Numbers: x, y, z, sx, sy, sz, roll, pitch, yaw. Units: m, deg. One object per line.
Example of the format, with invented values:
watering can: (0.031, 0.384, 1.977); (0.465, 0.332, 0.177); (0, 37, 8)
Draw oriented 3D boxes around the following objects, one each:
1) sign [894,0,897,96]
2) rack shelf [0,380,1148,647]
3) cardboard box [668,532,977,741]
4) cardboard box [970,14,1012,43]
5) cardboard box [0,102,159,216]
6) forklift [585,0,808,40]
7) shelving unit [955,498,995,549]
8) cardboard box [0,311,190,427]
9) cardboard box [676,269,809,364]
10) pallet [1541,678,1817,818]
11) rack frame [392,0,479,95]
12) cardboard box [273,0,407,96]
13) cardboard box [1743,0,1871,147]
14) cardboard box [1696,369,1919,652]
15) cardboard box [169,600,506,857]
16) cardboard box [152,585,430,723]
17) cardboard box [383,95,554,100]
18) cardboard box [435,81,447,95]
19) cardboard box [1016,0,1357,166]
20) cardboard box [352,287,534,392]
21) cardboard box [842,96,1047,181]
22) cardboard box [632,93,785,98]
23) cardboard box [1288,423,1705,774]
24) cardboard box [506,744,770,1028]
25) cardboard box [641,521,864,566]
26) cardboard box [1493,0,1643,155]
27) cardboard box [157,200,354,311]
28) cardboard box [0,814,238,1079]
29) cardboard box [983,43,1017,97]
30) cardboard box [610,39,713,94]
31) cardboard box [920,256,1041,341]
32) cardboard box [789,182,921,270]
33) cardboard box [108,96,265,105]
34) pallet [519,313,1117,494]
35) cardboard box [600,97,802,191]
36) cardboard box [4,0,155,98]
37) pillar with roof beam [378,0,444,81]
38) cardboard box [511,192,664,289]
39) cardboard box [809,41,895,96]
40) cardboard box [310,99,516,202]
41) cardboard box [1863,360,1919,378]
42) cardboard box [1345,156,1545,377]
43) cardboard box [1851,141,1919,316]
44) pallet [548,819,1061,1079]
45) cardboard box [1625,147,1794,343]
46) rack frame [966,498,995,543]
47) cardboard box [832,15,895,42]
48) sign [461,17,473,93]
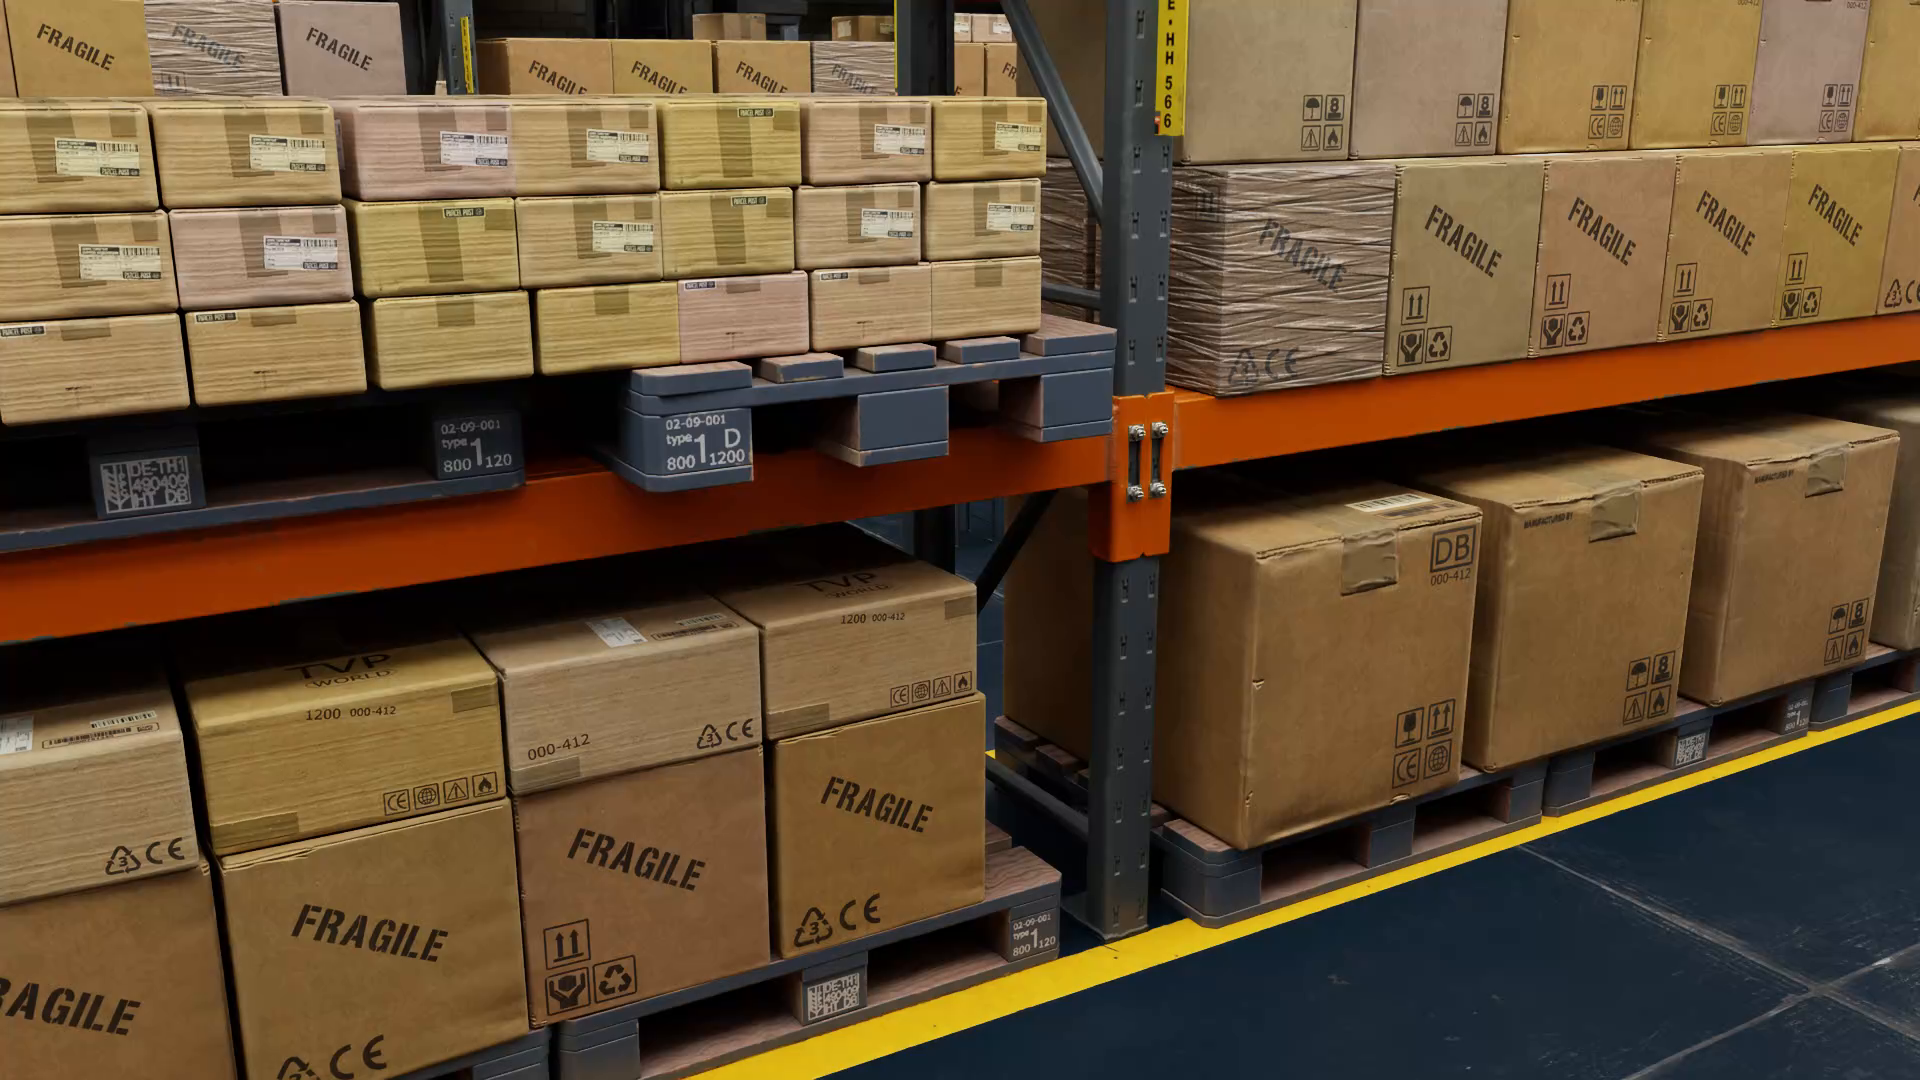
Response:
sign: (-0.143, -1.289, 4.304); (0.005, 0.325, 0.100); (-9, 18, -30)
rack shelf: (-1.569, 0.021, 3.109); (4.000, 0.370, 1.077); (-9, 18, -30)
cardboard box: (-0.306, 0.193, 3.628); (0.500, 0.250, 0.500); (-10, 18, -31)
cardboard box: (0.075, -2.781, 9.057); (0.250, 0.149, 0.380); (-10, 18, -31)
cardboard box: (-1.372, -0.581, 2.512); (0.250, 0.149, 0.380); (-9, 18, -28)
forklift: (-1.722, -2.663, 11.480); (1.130, 2.935, 3.031); (10, 18, 31)
shelving unit: (0.012, -0.580, 7.255); (0.189, 1.200, 0.258); (-9, 18, -30)
cardboard box: (-1.375, -0.294, 2.588); (0.250, 0.149, 0.380); (-10, 19, -32)
cardboard box: (-0.475, -0.440, 3.108); (0.250, 0.149, 0.380); (-9, 18, -29)
pallet: (1.905, 0.479, 5.310); (1.213, 0.211, 1.003); (-9, 18, -30)
rack frame: (-2.490, -1.734, 8.040); (0.127, 3.000, 1.000); (-9, 18, -30)
cardboard box: (-2.799, -2.132, 7.419); (0.500, 0.500, 0.500); (-10, 18, -31)
cardboard box: (2.278, -1.476, 5.081); (0.500, 0.500, 0.700); (-9, 18, -29)
cardboard box: (3.088, -0.171, 5.853); (0.750, 0.750, 1.050); (-9, 18, -30)
cardboard box: (-1.177, 0.333, 3.130); (0.500, 0.250, 0.500); (-9, 18, -28)
cardboard box: (-1.436, 0.213, 3.555); (0.500, 0.250, 0.500); (-9, 18, -29)
cardboard box: (-1.019, -0.844, 3.447); (0.250, 0.149, 0.380); (-10, 19, -32)
cardboard box: (-3.972, -3.337, 12.371); (0.250, 0.149, 0.380); (-9, 18, -29)
cardboard box: (0.535, -1.193, 4.070); (0.500, 0.500, 0.700); (-9, 18, -30)
cardboard box: (-0.920, -0.368, 2.852); (0.250, 0.149, 0.380); (-10, 19, -32)
cardboard box: (-0.039, -0.797, 3.280); (0.250, 0.149, 0.380); (-10, 19, -32)
cardboard box: (-0.579, -0.913, 3.696); (0.250, 0.149, 0.380); (-10, 18, -31)
cardboard box: (1.461, 0.092, 4.915); (0.750, 0.750, 1.050); (-9, 18, -29)
cardboard box: (-0.731, 0.622, 3.488); (0.500, 0.500, 0.500); (-8, 18, -27)
cardboard box: (-0.570, 0.077, 4.042); (0.500, 0.250, 0.500); (-10, 19, -32)
cardboard box: (1.407, -1.335, 4.578); (0.500, 0.500, 0.700); (-10, 18, -31)
cardboard box: (-1.148, -0.474, 2.679); (0.250, 0.149, 0.380); (-9, 18, -28)
cardboard box: (-1.619, 0.763, 2.983); (0.500, 0.500, 0.500); (-9, 18, -29)
cardboard box: (0.236, -2.497, 9.247); (0.500, 0.500, 0.500); (-9, 18, -29)
cardboard box: (-1.543, -2.211, 8.226); (0.500, 0.500, 0.500); (-8, 18, -27)
cardboard box: (-0.041, -0.509, 3.357); (0.250, 0.149, 0.380); (-9, 18, -29)
cardboard box: (-0.271, -0.616, 3.187); (0.250, 0.149, 0.380); (-8, 18, -28)
cardboard box: (-1.476, -0.768, 3.179); (0.250, 0.149, 0.380); (-9, 18, -28)
pallet: (-0.411, -0.387, 3.589); (1.003, 0.211, 1.213); (-9, 18, -30)
cardboard box: (-0.480, -0.726, 3.027); (0.250, 0.149, 0.380); (-9, 18, -28)
cardboard box: (-3.664, -1.991, 6.917); (0.500, 0.500, 0.500); (-9, 18, -30)
pillar with roof beam: (-2.180, -5.165, 9.162); (0.400, 9.000, 9.100); (-9, 18, -30)
cardboard box: (-0.710, -0.544, 2.930); (0.250, 0.149, 0.380); (-9, 18, -30)
cardboard box: (-0.658, -2.354, 8.736); (0.500, 0.500, 0.500); (-10, 19, -32)
cardboard box: (-0.916, -0.656, 2.777); (0.250, 0.149, 0.380); (-9, 18, -30)
cardboard box: (4.149, -0.410, 6.472); (0.875, 0.875, 0.875); (-9, 18, -29)
cardboard box: (1.104, -0.723, 4.245); (0.500, 0.500, 0.500); (-9, 18, -30)
cardboard box: (2.831, -1.003, 5.244); (0.500, 0.500, 0.500); (-9, 18, -30)
pallet: (-0.525, 0.848, 3.994); (1.213, 0.211, 1.003); (-9, 18, -30)
cardboard box: (1.964, -0.861, 4.740); (0.500, 0.500, 0.500); (-9, 18, -30)
rack frame: (0.091, -0.592, 7.300); (0.006, 1.200, 0.240); (-9, 18, -30)
cardboard box: (-0.525, -2.838, 9.260); (0.250, 0.149, 0.380); (-8, 18, -27)
sign: (-2.202, -2.164, 7.427); (0.005, 0.325, 0.100); (-9, 18, -30)
